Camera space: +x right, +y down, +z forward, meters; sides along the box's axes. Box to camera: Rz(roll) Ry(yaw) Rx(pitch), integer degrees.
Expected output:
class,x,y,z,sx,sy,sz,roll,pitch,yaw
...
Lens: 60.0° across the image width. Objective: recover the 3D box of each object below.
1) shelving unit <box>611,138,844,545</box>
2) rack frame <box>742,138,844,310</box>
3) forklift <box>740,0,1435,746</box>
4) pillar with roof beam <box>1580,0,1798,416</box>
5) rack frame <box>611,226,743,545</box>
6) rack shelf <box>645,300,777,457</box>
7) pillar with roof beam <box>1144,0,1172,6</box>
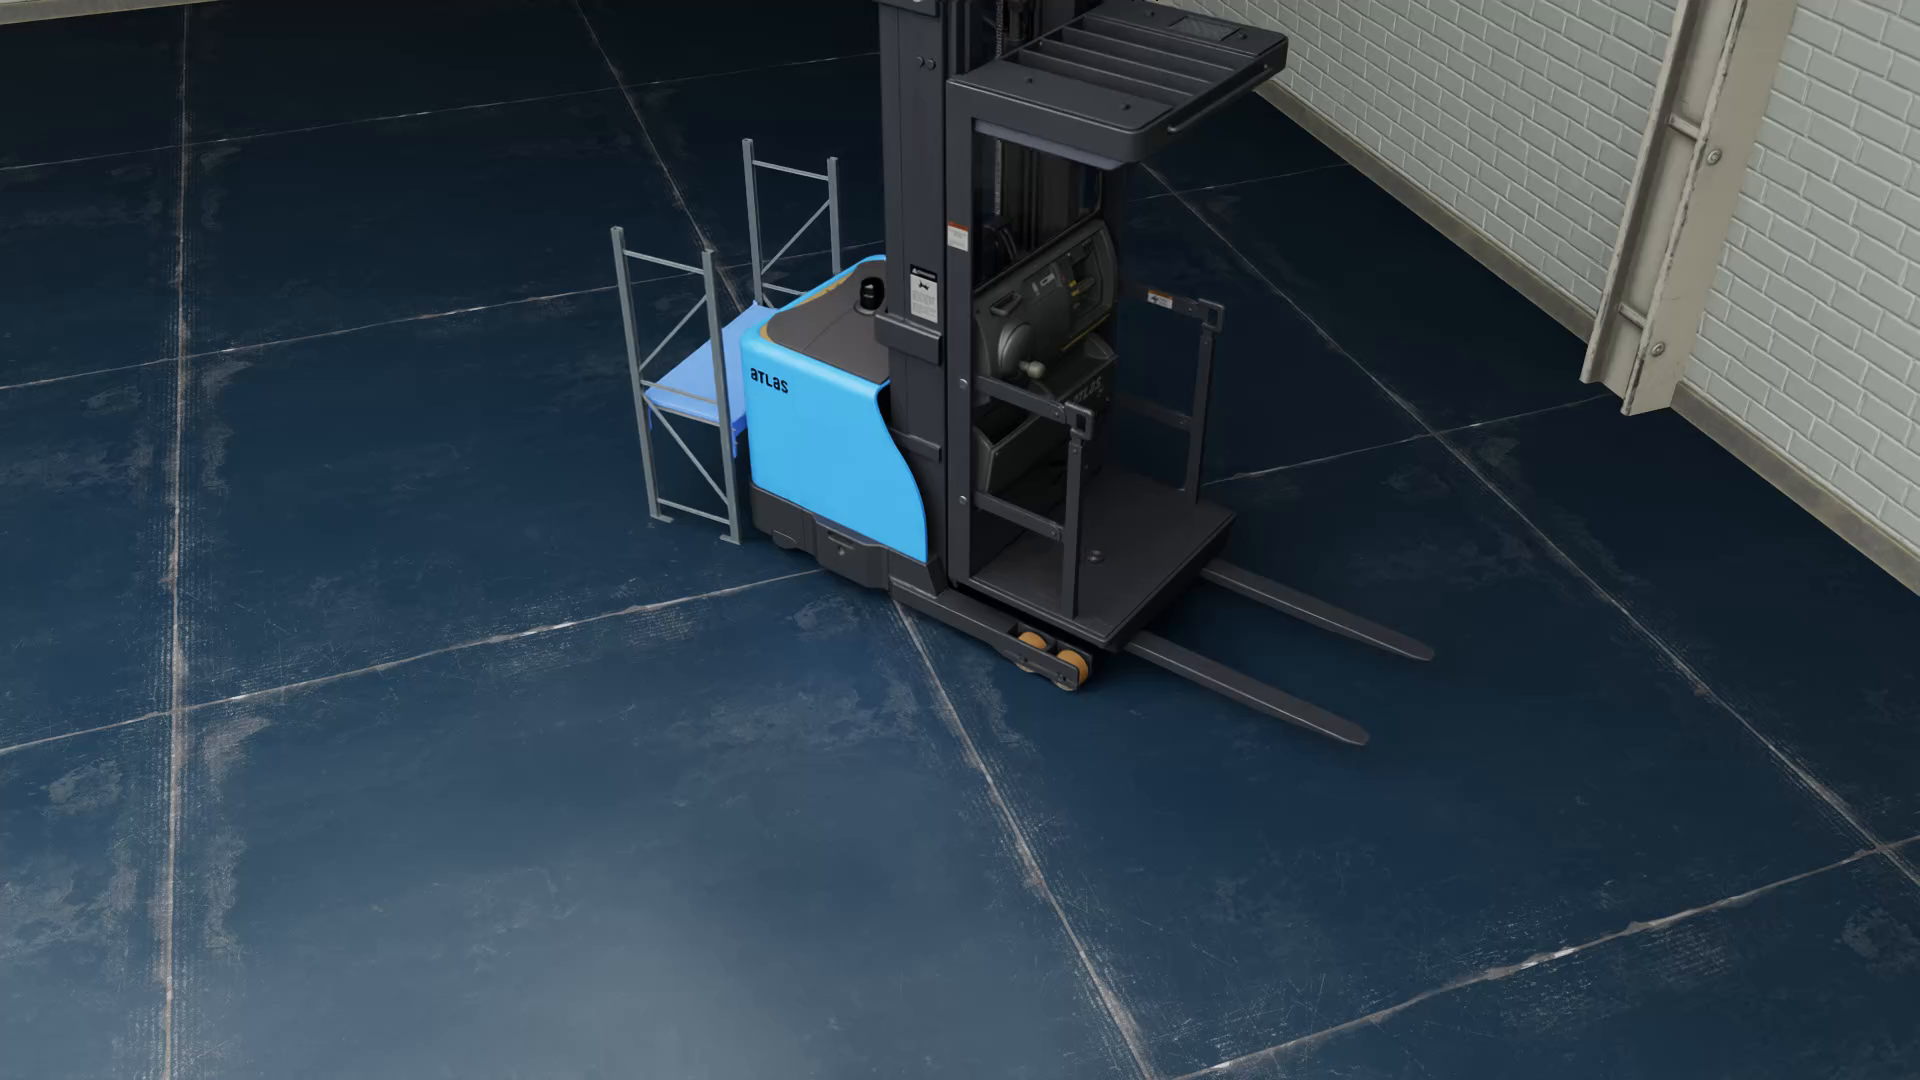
class,x,y,z,sx,sy,sz,roll,pitch,yaw
shelving unit,-1.011,-0.924,7.729,0.538,1.500,1.048,17,40,21
rack frame,-0.782,-1.197,8.092,0.500,1.500,0.032,17,40,21
forklift,0.520,-0.910,6.522,3.031,2.935,1.130,24,43,28
pillar with roof beam,-0.519,-3.487,4.900,9.100,9.000,0.400,-12,39,-16
rack frame,-1.240,-0.650,7.367,0.500,1.500,0.032,17,40,21
rack shelf,-1.011,-0.780,7.838,0.538,0.185,1.000,17,40,21
pillar with roof beam,-2.584,-6.877,9.400,9.100,9.000,0.400,-12,39,-16
